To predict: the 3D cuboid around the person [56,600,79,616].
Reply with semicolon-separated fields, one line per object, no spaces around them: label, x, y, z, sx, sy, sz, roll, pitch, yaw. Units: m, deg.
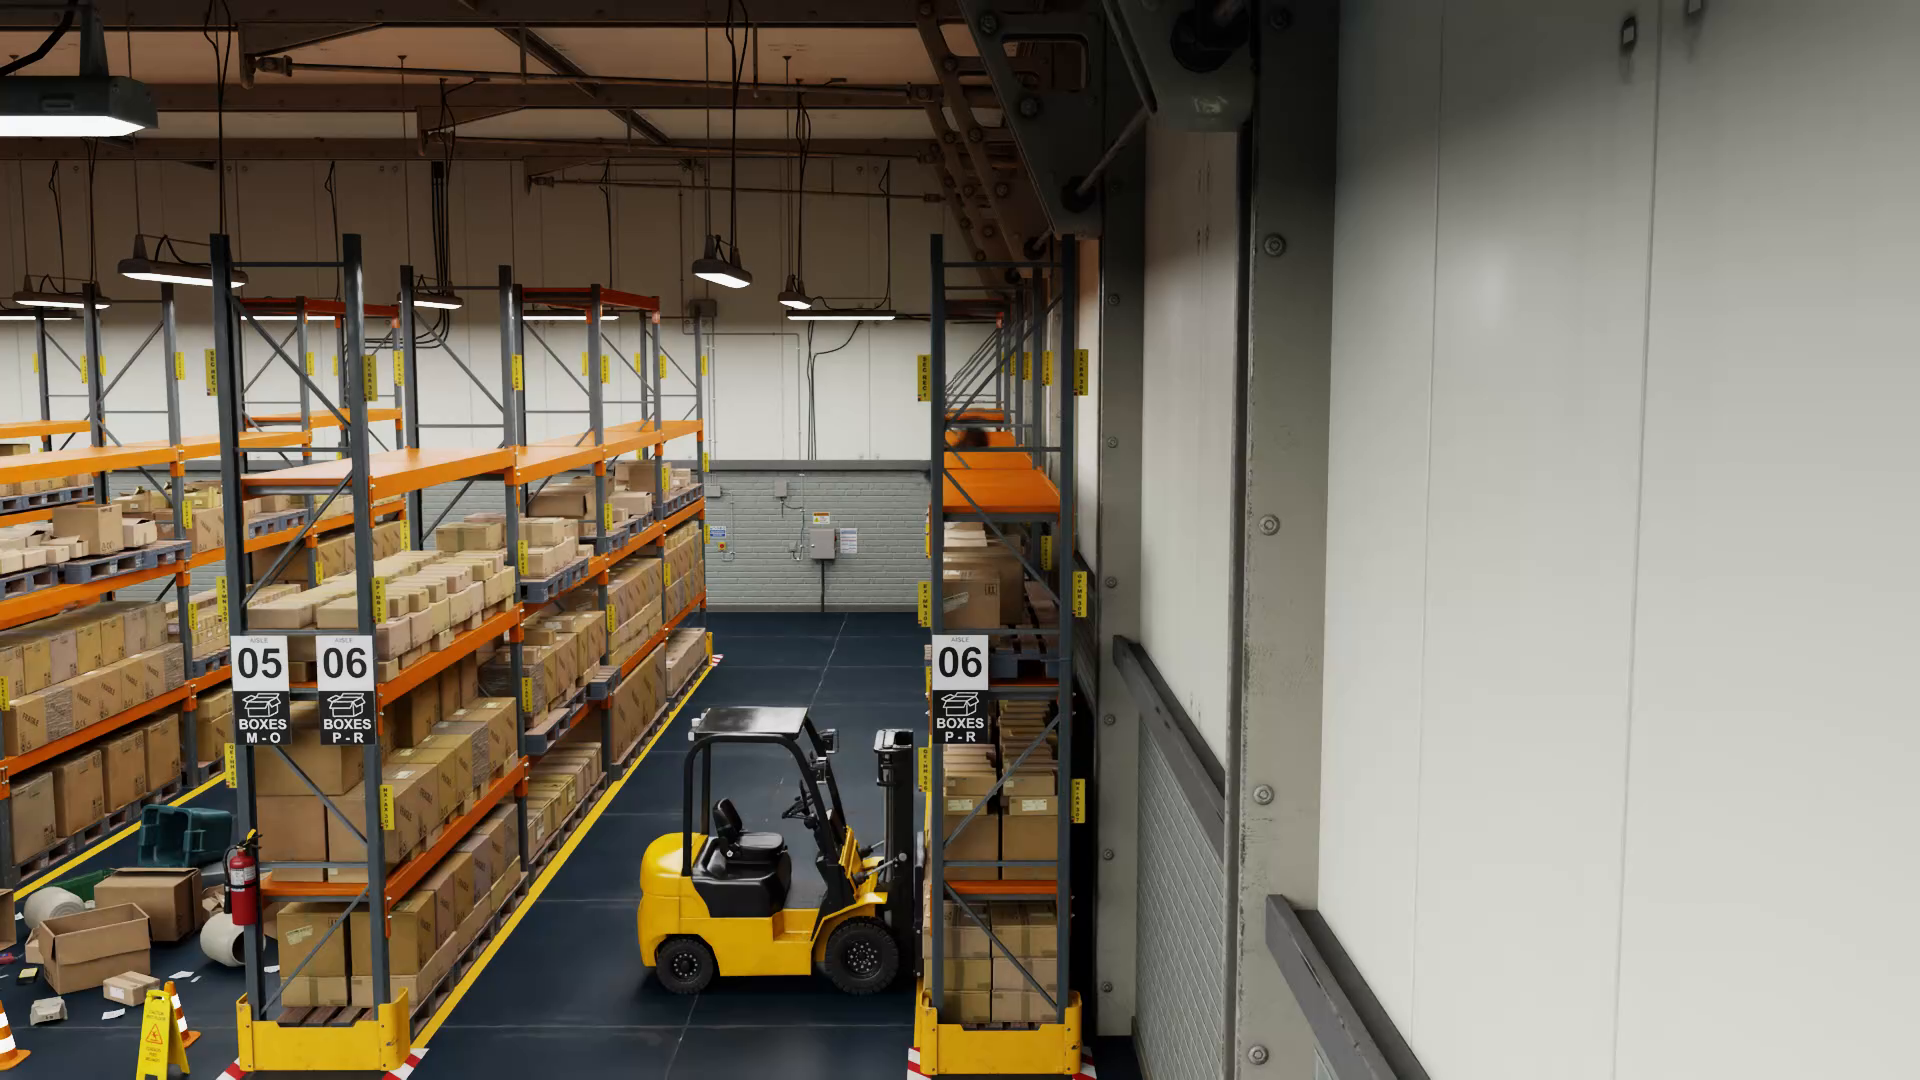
person;-13.005;1.614;24.416;0.667;1.730;0.556;0;6;2
